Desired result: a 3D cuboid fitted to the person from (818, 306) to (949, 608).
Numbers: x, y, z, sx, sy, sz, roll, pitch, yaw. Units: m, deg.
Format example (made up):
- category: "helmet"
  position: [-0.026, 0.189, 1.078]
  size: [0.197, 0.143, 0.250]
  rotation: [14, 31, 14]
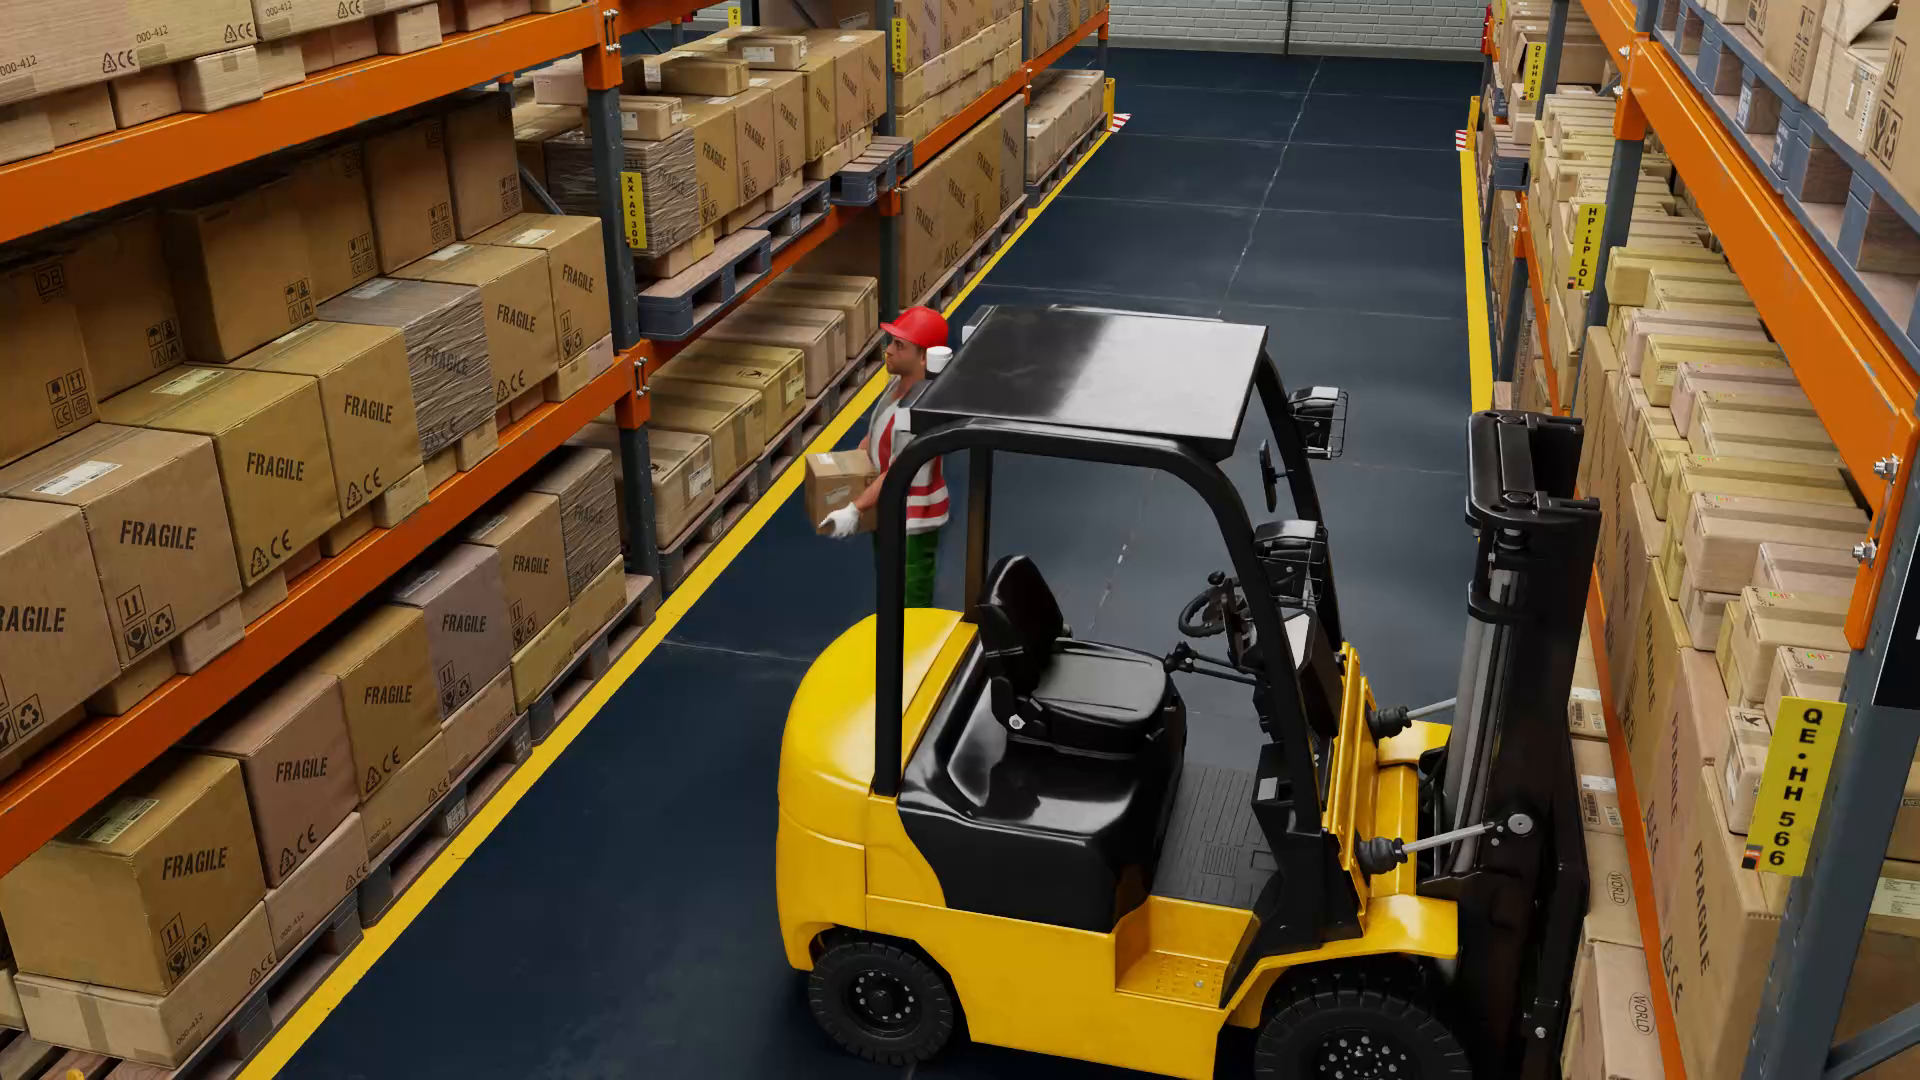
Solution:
- category: "person"
  position: [-0.316, -0.072, 6.736]
  size: [0.560, 1.787, 0.502]
  rotation: [-6, 26, -12]
